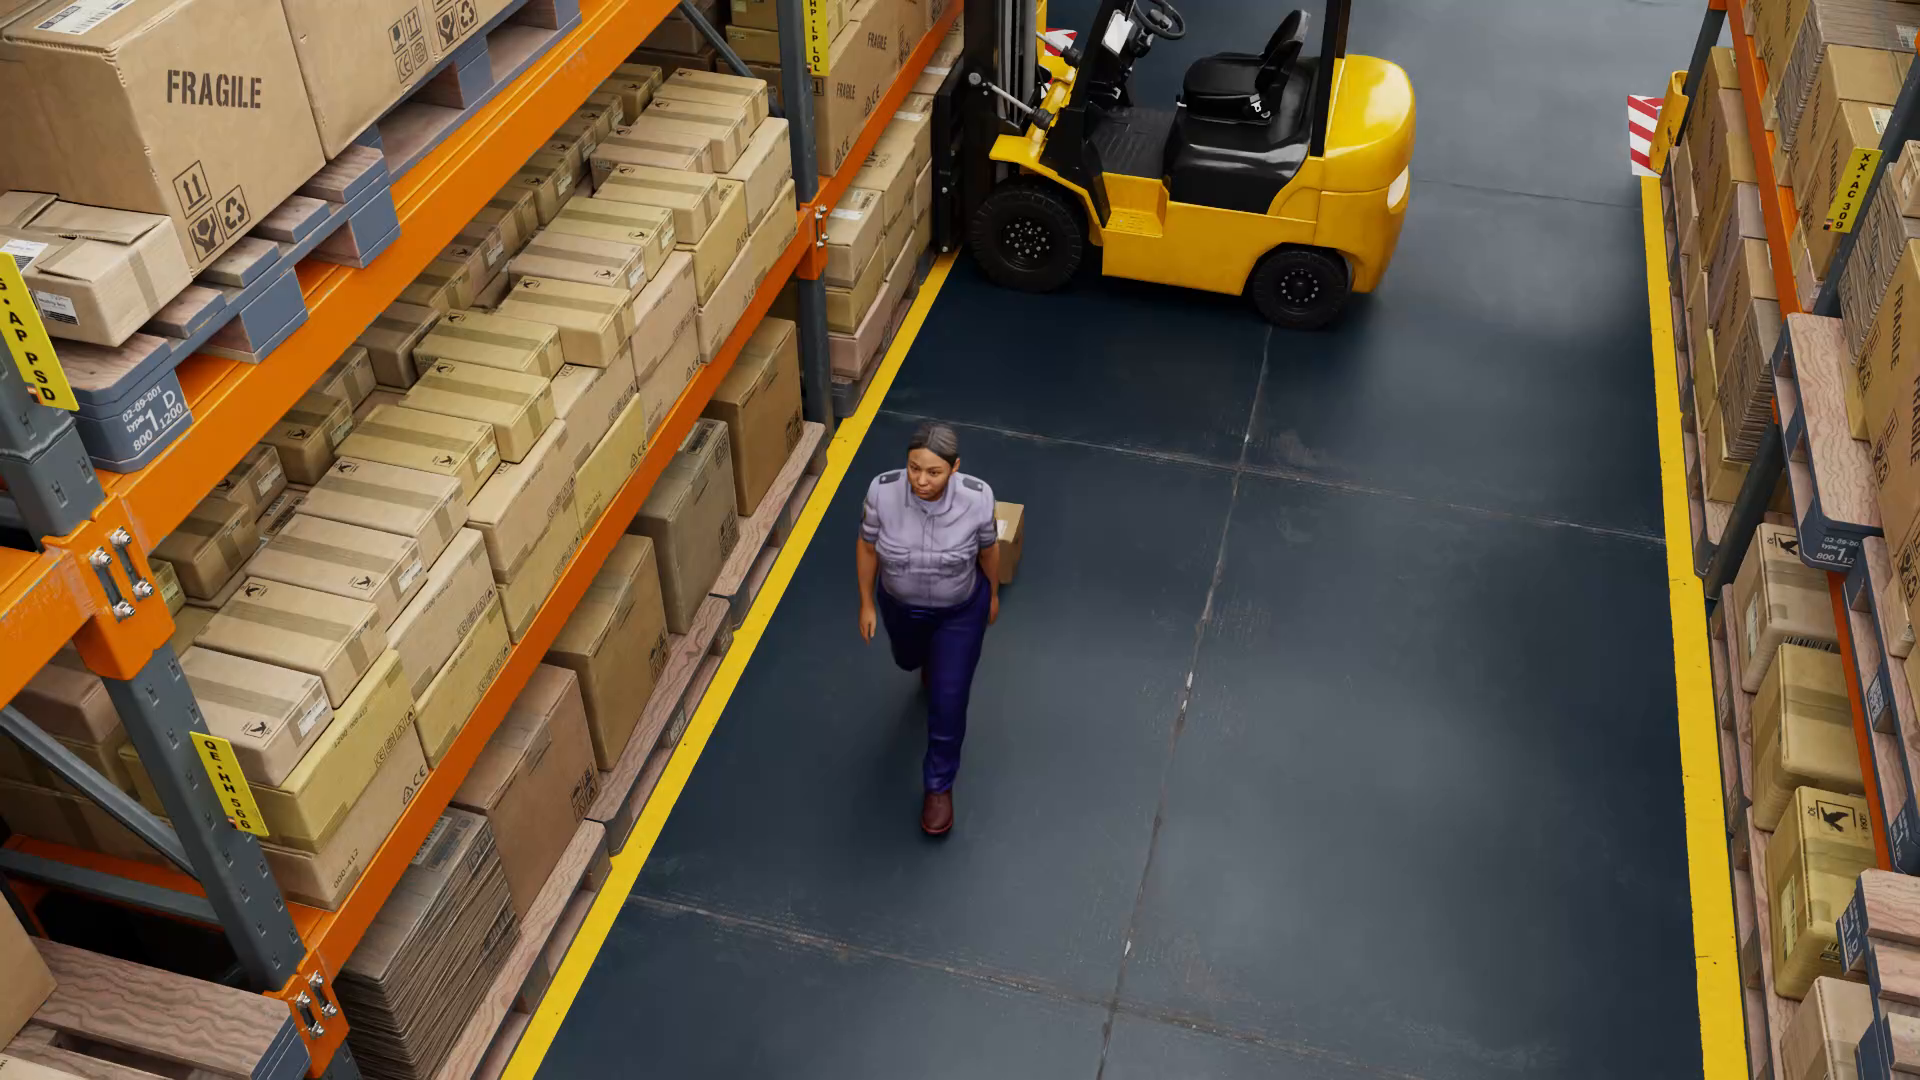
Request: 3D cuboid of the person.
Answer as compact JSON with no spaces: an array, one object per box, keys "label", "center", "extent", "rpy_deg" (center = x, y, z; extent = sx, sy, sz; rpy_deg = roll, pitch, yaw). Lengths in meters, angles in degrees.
[{"label":"person","center":[-0.106,0.187,5.967],"extent":[0.489,1.589,0.957],"rpy_deg":[7,42,8]}]
